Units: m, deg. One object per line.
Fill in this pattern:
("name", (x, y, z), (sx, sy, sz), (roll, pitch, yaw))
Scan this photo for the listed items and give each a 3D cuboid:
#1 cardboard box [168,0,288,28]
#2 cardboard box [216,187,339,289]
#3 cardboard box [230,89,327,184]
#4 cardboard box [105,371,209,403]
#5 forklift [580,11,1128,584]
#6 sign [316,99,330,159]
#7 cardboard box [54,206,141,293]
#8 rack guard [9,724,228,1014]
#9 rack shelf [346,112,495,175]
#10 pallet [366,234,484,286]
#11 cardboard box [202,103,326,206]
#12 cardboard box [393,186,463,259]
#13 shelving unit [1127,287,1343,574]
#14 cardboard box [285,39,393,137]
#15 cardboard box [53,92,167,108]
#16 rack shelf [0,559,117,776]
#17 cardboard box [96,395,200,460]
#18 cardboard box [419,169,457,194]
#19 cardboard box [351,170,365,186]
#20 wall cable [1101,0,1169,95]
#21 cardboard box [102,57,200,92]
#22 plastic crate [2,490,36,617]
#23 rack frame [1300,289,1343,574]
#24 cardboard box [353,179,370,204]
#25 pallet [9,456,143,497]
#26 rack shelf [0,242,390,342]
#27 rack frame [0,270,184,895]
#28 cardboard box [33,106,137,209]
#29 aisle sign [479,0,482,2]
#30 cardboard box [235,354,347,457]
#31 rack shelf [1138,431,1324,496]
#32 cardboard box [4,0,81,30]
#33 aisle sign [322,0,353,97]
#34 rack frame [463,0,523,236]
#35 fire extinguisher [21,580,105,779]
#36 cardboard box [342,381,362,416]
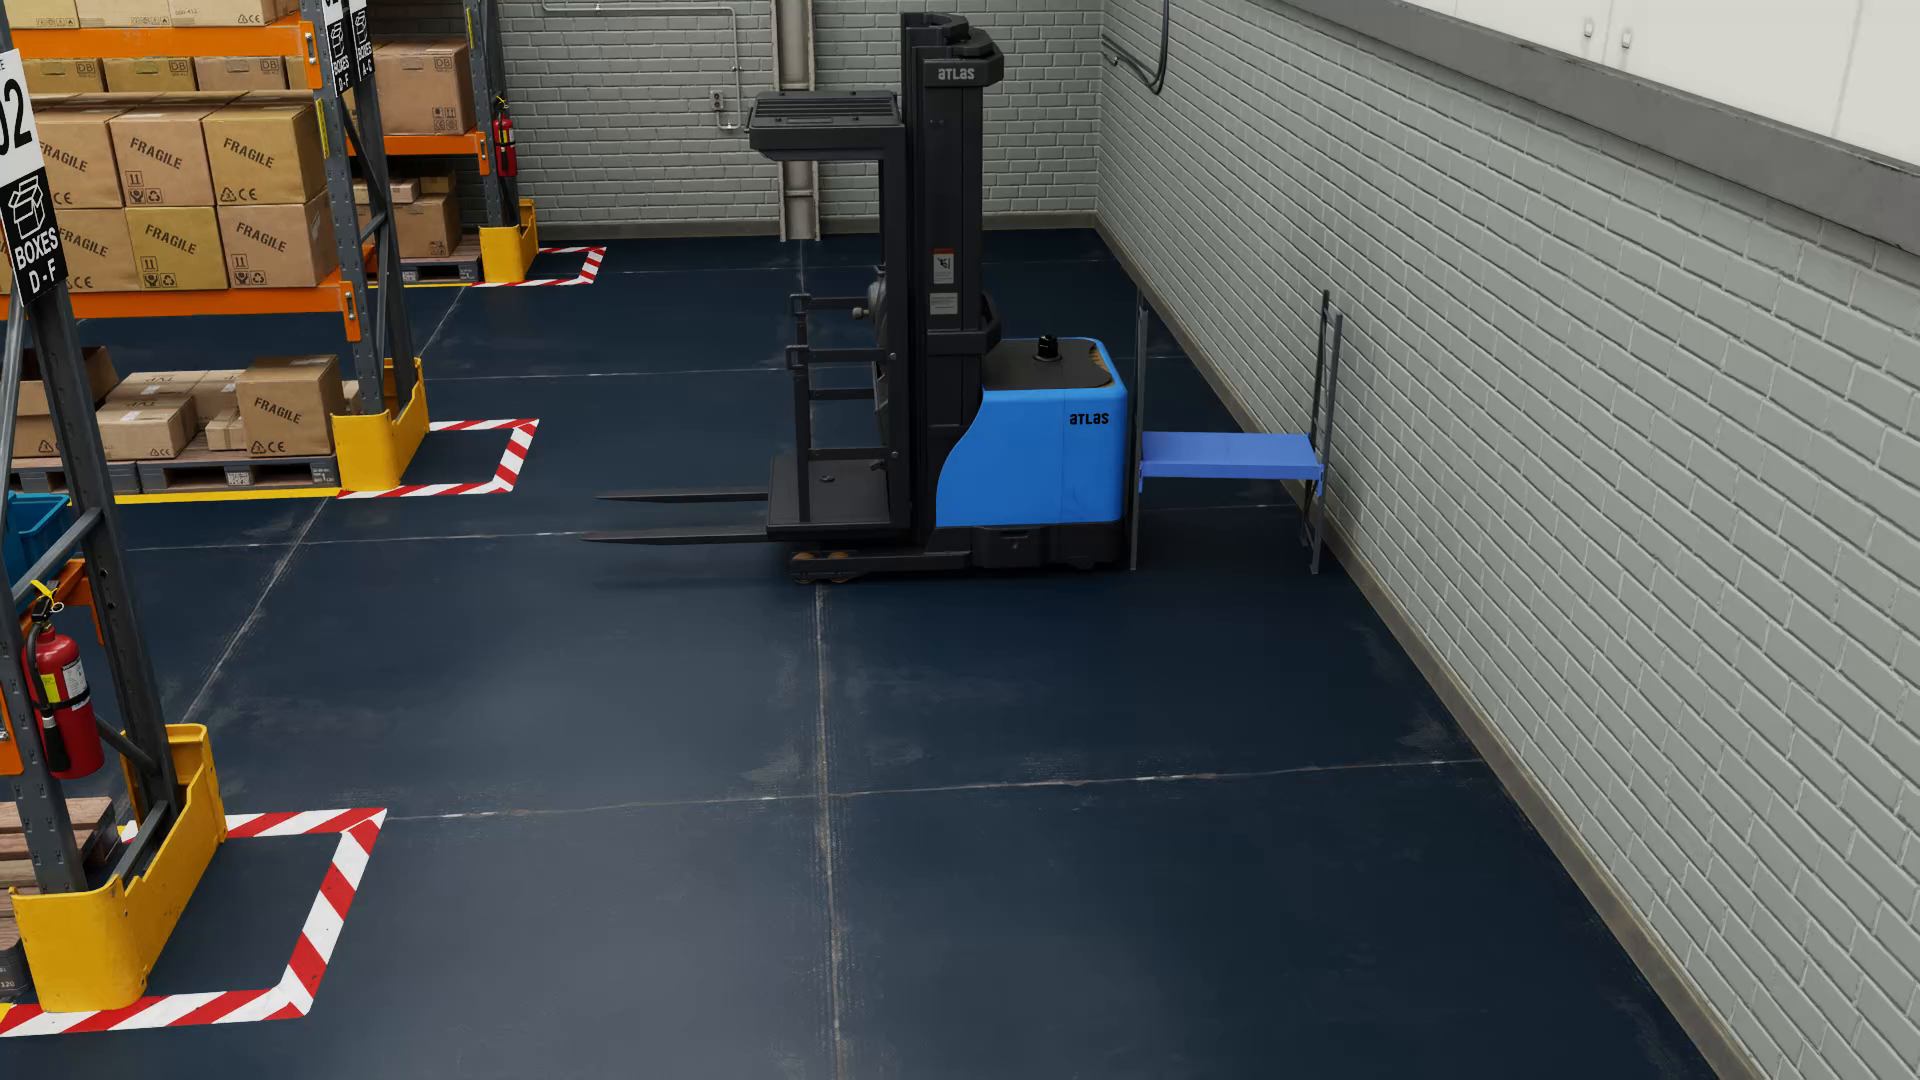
("cardboard box", (-4.181, -3.090, 9.501), (0.500, 0.250, 0.500), (-2, 24, -5))
("cardboard box", (-4.115, -1.833, 10.058), (0.500, 0.500, 0.500), (-2, 24, -4))
("cardboard box", (-4.163, -2.507, 10.343), (0.500, 0.500, 0.500), (-2, 24, -4))
("cardboard box", (-5.260, -0.913, 10.955), (0.500, 0.250, 0.500), (-2, 24, -5))
("forklift", (-0.621, -1.321, 9.113), (3.031, 2.935, 1.130), (-2, 24, -4))
("sign", (-3.661, -2.364, 9.560), (0.005, 0.325, 0.100), (-2, 24, -5))
("cardboard box", (-5.128, -1.793, 9.968), (0.500, 0.500, 0.500), (-2, 24, -5))
("rack guard", (-3.190, 1.223, 6.383), (0.348, 0.500, 1.175), (-2, 24, -5))
("rack shelf", (-6.177, -3.509, 14.837), (4.000, 0.370, 1.077), (-2, 24, -5))
("pallet", (-4.974, -2.580, 15.294), (1.213, 0.211, 1.003), (-2, 24, -5))
("cardboard box", (-4.112, -2.289, 9.853), (0.500, 0.500, 0.500), (-3, 24, -6))
("cardboard box", (-4.873, -2.899, 15.139), (0.500, 0.500, 0.700), (-2, 24, -5))
("shelving unit", (1.495, -0.604, 9.263), (1.048, 1.500, 0.538), (1, 24, 3))
("cardboard box", (-5.416, -3.997, 14.679), (0.700, 0.700, 0.980), (-2, 24, -6))
("cardboard box", (-5.181, -2.465, 10.248), (0.500, 0.500, 0.500), (-2, 24, -4))
("rack shelf", (-5.203, 0.496, 5.828), (4.000, 0.370, 1.077), (-2, 24, -5))
("cardboard box", (-5.161, -0.713, 10.504), (0.500, 0.250, 0.500), (-2, 24, -5))
("cardboard box", (-4.769, -3.281, 15.200), (0.250, 0.149, 0.380), (-2, 24, -5))
("cardboard box", (-5.522, -3.251, 15.132), (0.250, 0.149, 0.380), (-2, 24, -5))
("wall cable", (1.477, -5.321, 14.466), (0.112, 2.526, 3.097), (-2, 24, -5))
("cardboard box", (-6.899, -3.937, 14.545), (0.700, 0.700, 0.980), (-3, 24, -6))
("plastic crate", (-3.528, 0.132, 5.642), (0.499, 0.435, 0.616), (-2, 24, -5))
("rack frame", (2.003, -0.594, 9.240), (0.032, 1.500, 0.500), (1, 24, 3))
("cardboard box", (-5.237, -3.106, 14.807), (0.250, 0.149, 0.380), (-2, 24, -4))
("pallet", (-5.776, -0.558, 10.747), (1.213, 0.211, 1.003), (-2, 24, -5))
("rack shelf", (-5.686, -1.507, 10.333), (4.000, 0.370, 1.077), (-2, 24, -5))
("rack frame", (-3.213, 0.087, 5.861), (0.127, 3.000, 1.000), (-2, 24, -5))
("cardboard box", (-5.130, -2.246, 9.756), (0.500, 0.500, 0.500), (-2, 24, -4))
("aisle sign", (-4.085, -4.987, 14.076), (0.004, 0.787, 0.394), (-2, 24, -5))
("cardboard box", (-4.213, -0.853, 10.512), (0.500, 0.500, 0.500), (-2, 24, -5))
("rack shelf", (1.495, -0.440, 9.337), (1.000, 0.185, 0.538), (1, 24, 3))
("cardboard box", (-5.176, -3.050, 9.410), (0.500, 0.250, 0.500), (-2, 24, -5))
("aisle sign", (-3.598, -2.982, 9.566), (0.004, 0.787, 0.394), (-2, 24, -5))
("rack frame", (-4.186, -3.917, 14.871), (0.127, 3.000, 1.000), (-2, 24, -5))
("fire extinguisher", (-3.018, 0.470, 5.553), (0.183, 0.674, 0.296), (-2, 24, -5))
("cardboard box", (-4.146, -0.936, 11.131), (0.250, 0.149, 0.380), (-2, 24, -5))
